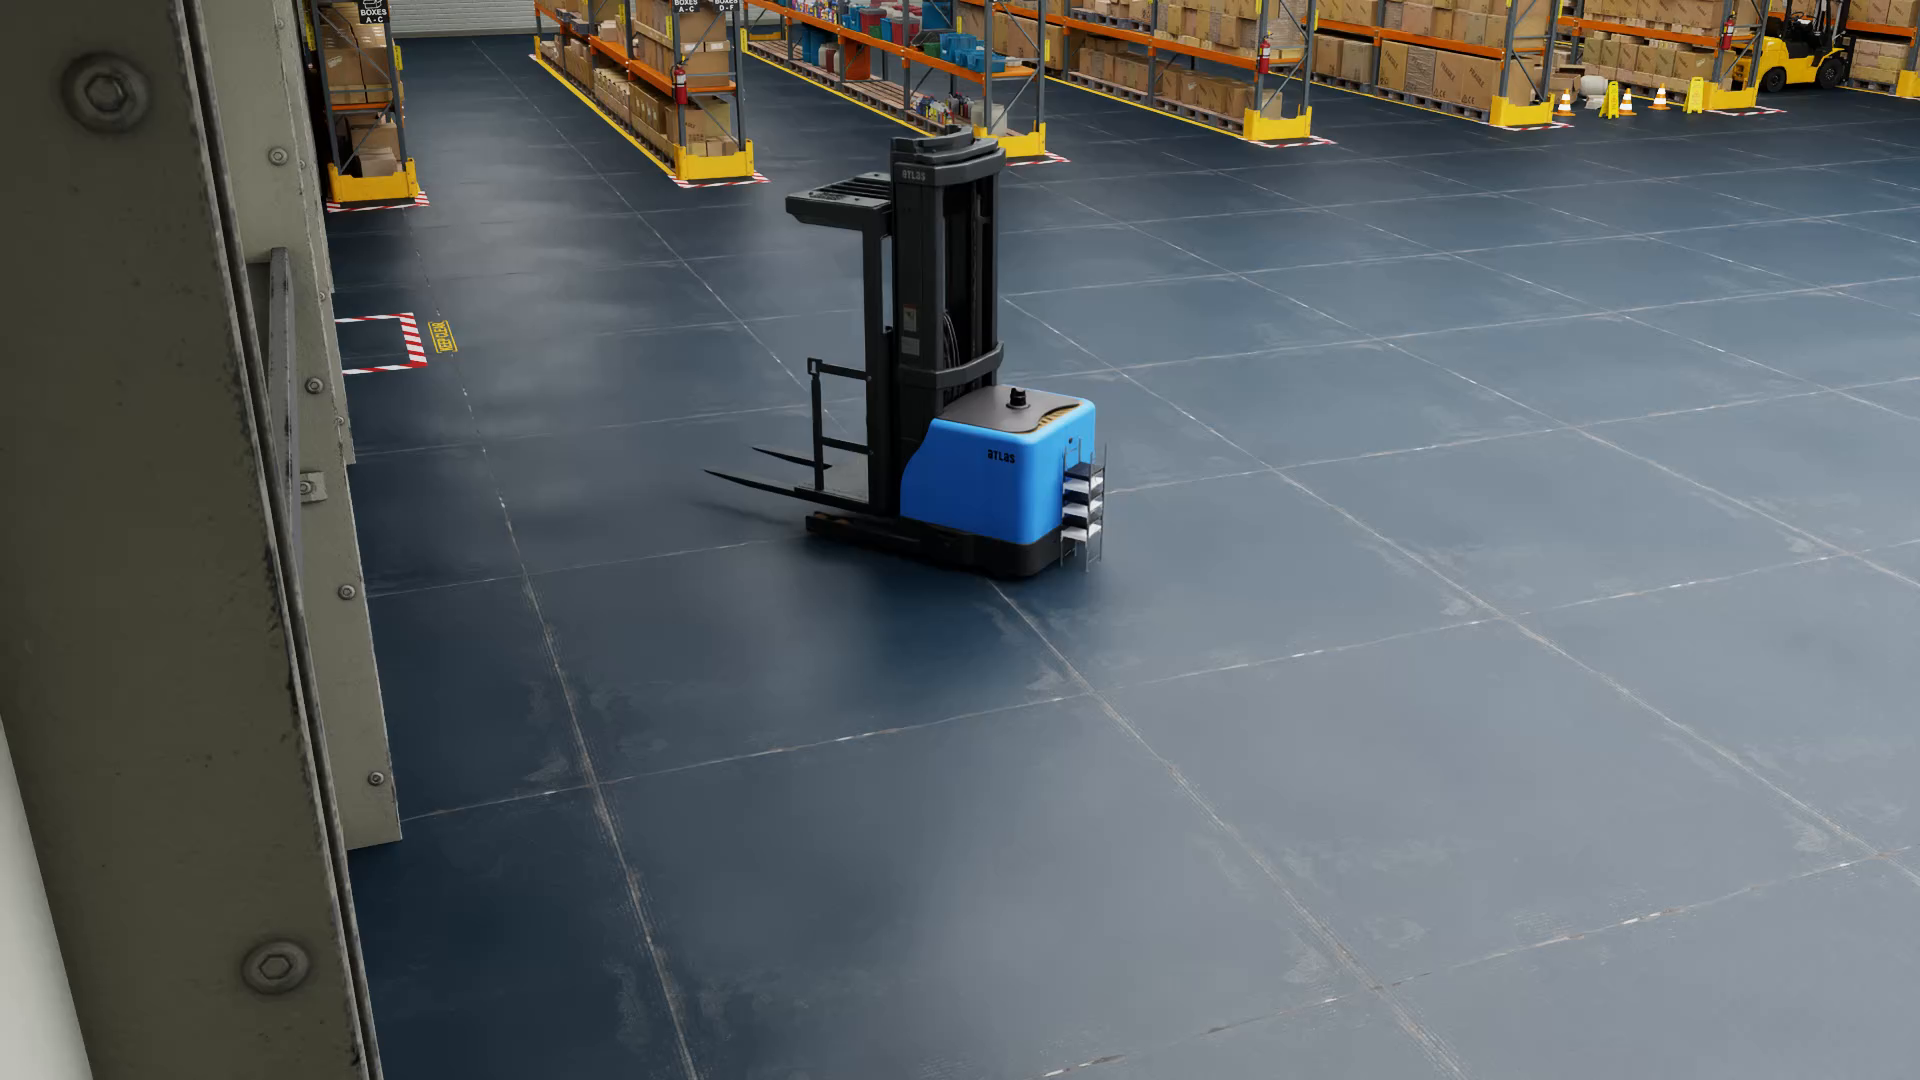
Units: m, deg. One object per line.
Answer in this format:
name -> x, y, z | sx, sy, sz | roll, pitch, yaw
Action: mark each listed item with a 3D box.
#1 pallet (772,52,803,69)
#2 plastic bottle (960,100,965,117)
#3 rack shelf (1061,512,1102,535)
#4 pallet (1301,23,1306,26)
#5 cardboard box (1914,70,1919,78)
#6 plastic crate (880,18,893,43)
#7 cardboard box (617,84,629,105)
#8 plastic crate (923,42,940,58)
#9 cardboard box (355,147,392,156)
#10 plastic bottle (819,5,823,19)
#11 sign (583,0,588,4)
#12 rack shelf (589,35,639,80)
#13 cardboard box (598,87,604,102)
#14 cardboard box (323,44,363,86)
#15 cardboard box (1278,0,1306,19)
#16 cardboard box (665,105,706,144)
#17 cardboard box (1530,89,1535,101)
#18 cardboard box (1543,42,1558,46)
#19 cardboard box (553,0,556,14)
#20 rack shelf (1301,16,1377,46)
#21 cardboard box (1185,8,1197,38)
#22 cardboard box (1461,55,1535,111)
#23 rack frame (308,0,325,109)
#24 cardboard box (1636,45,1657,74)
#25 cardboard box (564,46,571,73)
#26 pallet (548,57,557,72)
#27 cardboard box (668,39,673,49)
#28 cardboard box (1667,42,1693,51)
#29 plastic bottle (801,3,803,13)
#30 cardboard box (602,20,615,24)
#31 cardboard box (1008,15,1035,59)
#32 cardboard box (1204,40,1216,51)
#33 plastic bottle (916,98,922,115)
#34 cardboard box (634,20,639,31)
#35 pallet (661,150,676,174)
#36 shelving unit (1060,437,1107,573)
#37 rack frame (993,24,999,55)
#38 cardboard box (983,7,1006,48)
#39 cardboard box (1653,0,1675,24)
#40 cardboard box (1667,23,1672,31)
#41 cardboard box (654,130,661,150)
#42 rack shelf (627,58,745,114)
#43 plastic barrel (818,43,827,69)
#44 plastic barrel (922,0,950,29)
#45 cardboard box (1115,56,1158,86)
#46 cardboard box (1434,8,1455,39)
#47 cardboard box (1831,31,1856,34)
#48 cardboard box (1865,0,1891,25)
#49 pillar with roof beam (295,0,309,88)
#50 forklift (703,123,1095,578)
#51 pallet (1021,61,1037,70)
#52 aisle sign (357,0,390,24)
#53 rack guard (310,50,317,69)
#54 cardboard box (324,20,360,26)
pallet -> -3.663, -10.987, 38.047 | 1.003, 0.211, 1.213 | -8, 24, -19
plastic bottle -> 0.051, -7.650, 29.469 | 0.061, 0.283, 0.133 | -8, 24, -19
rack shelf -> 0.863, -0.131, 11.715 | 0.200, 0.077, 0.258 | 14, 27, 28
pallet -> 9.480, -13.938, 45.049 | 1.003, 0.211, 1.213 | -8, 24, -19
cardboard box -> 19.429, -9.504, 33.936 | 0.500, 0.250, 0.500 | -8, 24, -19
plastic crate -> -1.222, -9.455, 30.840 | 0.392, 0.384, 0.575 | -8, 24, -19
cardboard box -> -5.777, -7.906, 29.424 | 0.500, 0.311, 0.500 | -8, 24, -18
plastic crate -> -0.325, -8.474, 28.766 | 0.450, 0.188, 0.662 | -8, 24, -19
cardboard box -> -8.758, -5.726, 24.868 | 0.500, 0.311, 0.500 | -6, 24, -15
plastic bottle -> -2.900, -11.007, 34.654 | 0.061, 0.283, 0.133 | -8, 24, -19
sign -> -7.094, -10.298, 31.432 | 0.100, 0.325, 0.005 | -8, 24, -19
rack shelf -> -5.883, -8.821, 30.242 | 1.077, 0.370, 4.000 | -8, 24, -19
cardboard box -> -6.501, -8.392, 31.299 | 0.500, 0.250, 0.500 | -9, 24, -20
cardboard box -> -8.761, -6.719, 23.531 | 0.500, 0.500, 0.500 | -9, 24, -20
cardboard box -> 5.566, -9.211, 28.443 | 0.500, 0.500, 0.500 | -8, 24, -19
cardboard box -> -4.231, -6.398, 25.602 | 0.500, 0.500, 0.500 | -8, 24, -19
cardboard box -> 11.099, -8.795, 32.776 | 0.396, 0.266, 0.258 | -4, 23, -10
cardboard box -> 12.672, -10.829, 36.923 | 0.950, 0.372, 0.625 | -8, 24, -17
cardboard box -> -8.419, -11.525, 35.603 | 0.500, 0.500, 0.500 | -8, 24, -18
rack shelf -> 8.062, -10.822, 34.991 | 1.077, 0.370, 4.000 | -8, 24, -19
cardboard box -> 4.608, -9.440, 30.274 | 0.875, 0.500, 0.500 | -8, 24, -19
cardboard box -> 9.880, -8.426, 30.573 | 0.875, 0.875, 0.875 | -8, 24, -19
rack frame -> -11.222, -9.198, 30.211 | 1.000, 3.000, 0.127 | -8, 24, -19
cardboard box -> 13.891, -9.590, 33.176 | 0.500, 0.500, 0.500 | -9, 24, -20
cardboard box -> -8.059, -10.174, 35.179 | 0.500, 0.500, 0.500 | -9, 25, -21
pallet -> -8.679, -10.741, 37.462 | 1.003, 0.211, 1.213 | -8, 24, -19
cardboard box -> -4.261, -7.618, 25.497 | 0.380, 0.149, 0.250 | -9, 24, -20
cardboard box -> 14.057, -9.640, 32.459 | 0.380, 0.149, 0.250 | -8, 24, -17
plastic bottle -> -3.381, -11.484, 35.891 | 0.097, 0.201, 0.097 | 0, 23, 0
cardboard box -> -6.502, -9.700, 31.516 | 0.500, 0.311, 0.500 | -7, 24, -16
cardboard box -> 1.828, -11.350, 37.512 | 1.225, 0.875, 0.875 | -9, 25, -21
cardboard box -> 4.584, -8.820, 29.638 | 0.380, 0.149, 0.250 | -8, 24, -19
plastic bottle -> -0.699, -7.762, 29.744 | 0.152, 0.276, 0.135 | -7, 24, -17
cardboard box -> -5.262, -8.646, 27.938 | 0.380, 0.149, 0.250 | -8, 24, -19
pallet -> -4.072, -5.959, 26.117 | 1.003, 0.211, 1.213 | -8, 24, -19
shelving unit -> 0.865, -0.244, 11.667 | 0.210, 0.900, 0.258 | 14, 27, 28
rack frame -> 1.267, -12.690, 38.496 | 1.000, 3.000, 0.127 | -8, 24, -19
cardboard box -> 1.108, -12.155, 39.423 | 0.875, 0.875, 0.875 | -8, 24, -19
cardboard box -> 13.981, -10.397, 32.544 | 0.500, 0.500, 0.500 | -8, 24, -19
cardboard box -> 14.103, -10.055, 32.568 | 0.380, 0.149, 0.250 | -8, 24, -18
cardboard box -> -4.595, -6.414, 26.606 | 0.500, 0.250, 0.500 | -8, 24, -19
rack shelf -> -4.470, -7.367, 26.794 | 1.077, 0.370, 4.000 | -8, 24, -19
plastic barrel -> -2.825, -10.383, 35.685 | 0.421, 0.512, 0.421 | 0, 23, 0
plastic barrel -> -0.394, -9.517, 30.322 | 0.600, 0.901, 0.708 | -8, 24, -19
cardboard box -> 3.547, -9.439, 33.436 | 0.700, 0.500, 0.500 | -11, 25, -24
cardboard box -> 9.487, -9.776, 31.389 | 0.875, 0.550, 0.500 | -8, 24, -19
cardboard box -> 18.720, -10.693, 35.469 | 0.500, 0.250, 0.500 | -8, 24, -19
cardboard box -> 18.825, -10.751, 33.766 | 0.500, 0.500, 0.500 | -8, 24, -17
pillar with roof beam -> -9.664, -14.142, 34.217 | 9.100, 9.000, 0.400 | -8, 24, -19
forklift -> -0.544, -1.498, 12.031 | 3.031, 2.935, 1.130 | 13, 26, 29
pallet -> 2.045, -10.691, 37.344 | 1.003, 0.211, 1.213 | -8, 24, -19
aisle sign -> -8.090, -7.504, 22.845 | 0.394, 0.787, 0.004 | -8, 24, -19
rack guard -> -14.057, -10.962, 37.614 | 1.175, 0.500, 0.348 | -8, 24, -19
cardboard box -> -9.957, -8.183, 27.107 | 0.700, 0.500, 0.500 | -8, 24, -19
